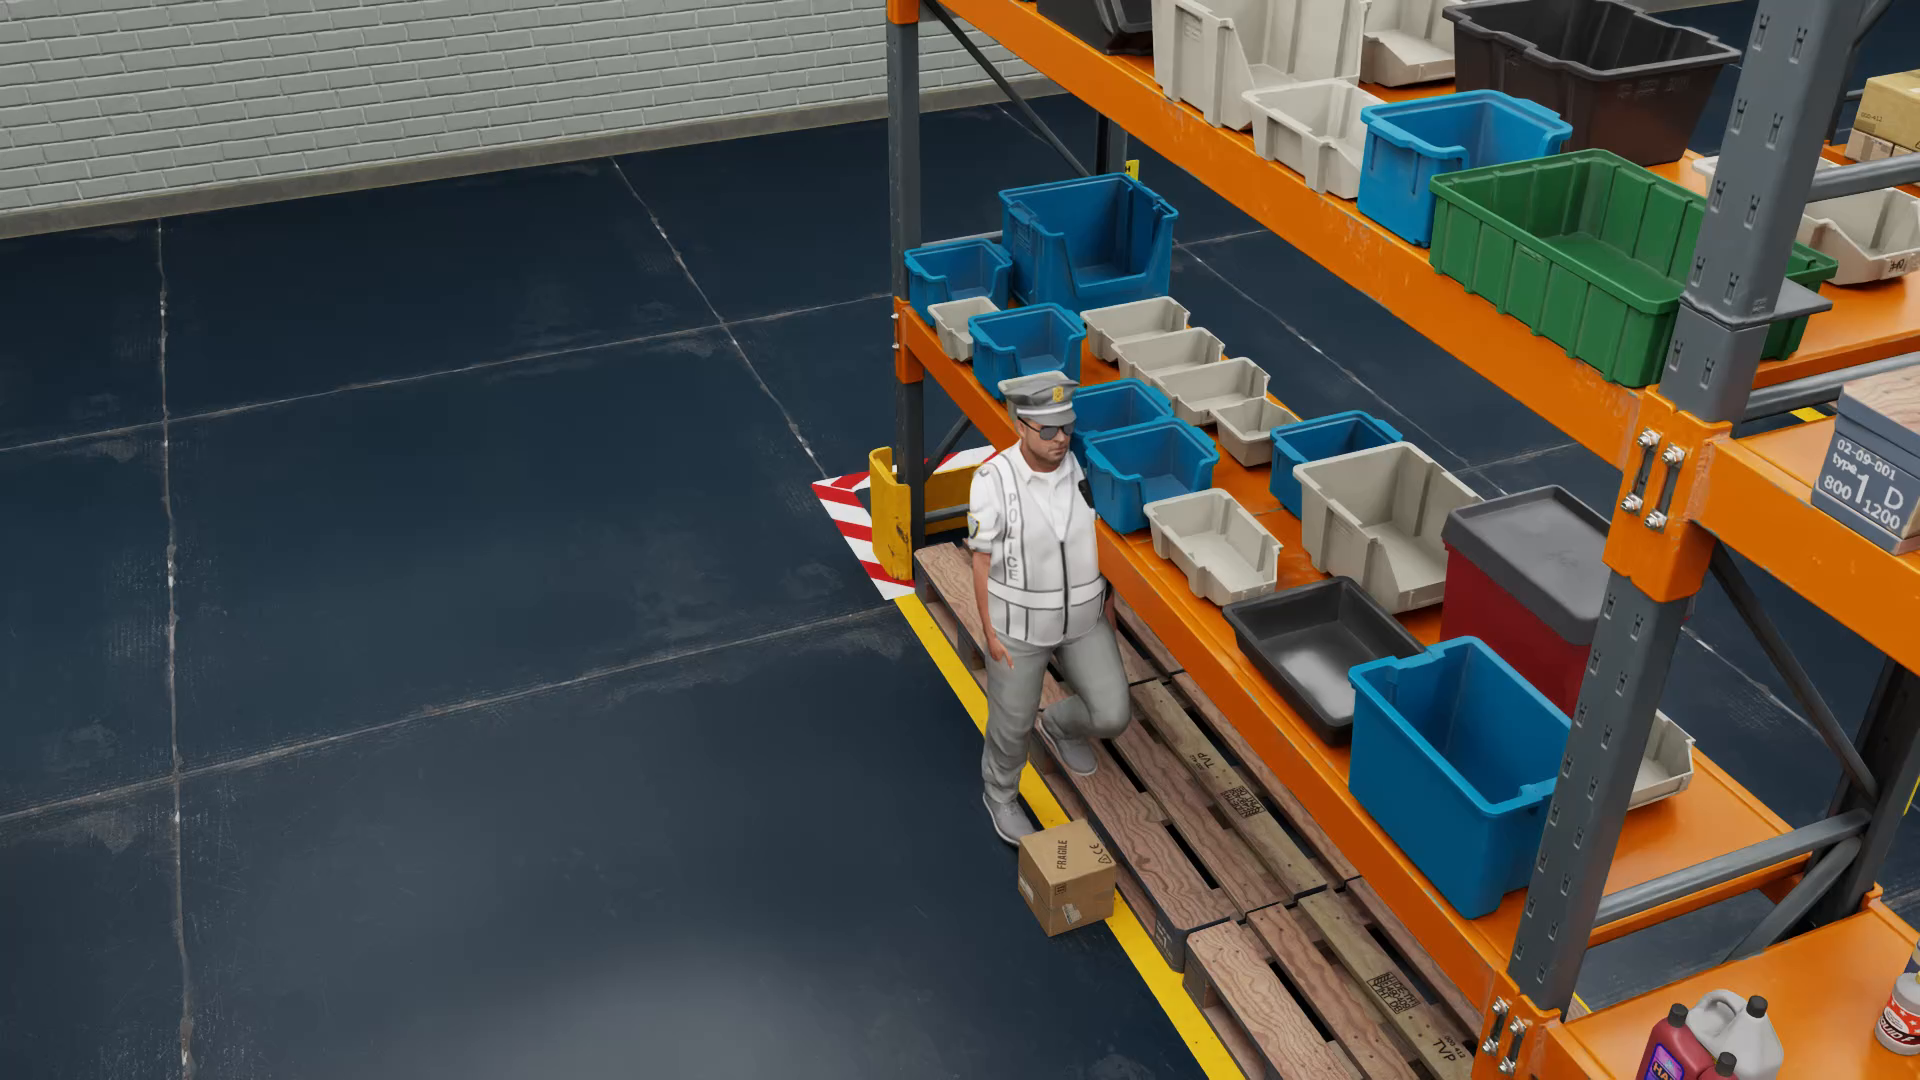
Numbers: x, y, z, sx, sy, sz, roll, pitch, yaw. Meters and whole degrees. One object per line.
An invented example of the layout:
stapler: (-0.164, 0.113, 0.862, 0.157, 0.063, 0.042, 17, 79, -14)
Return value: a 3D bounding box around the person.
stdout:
person: (0.313, 0.267, 5.715, 0.526, 1.754, 0.524, -12, 35, -18)
